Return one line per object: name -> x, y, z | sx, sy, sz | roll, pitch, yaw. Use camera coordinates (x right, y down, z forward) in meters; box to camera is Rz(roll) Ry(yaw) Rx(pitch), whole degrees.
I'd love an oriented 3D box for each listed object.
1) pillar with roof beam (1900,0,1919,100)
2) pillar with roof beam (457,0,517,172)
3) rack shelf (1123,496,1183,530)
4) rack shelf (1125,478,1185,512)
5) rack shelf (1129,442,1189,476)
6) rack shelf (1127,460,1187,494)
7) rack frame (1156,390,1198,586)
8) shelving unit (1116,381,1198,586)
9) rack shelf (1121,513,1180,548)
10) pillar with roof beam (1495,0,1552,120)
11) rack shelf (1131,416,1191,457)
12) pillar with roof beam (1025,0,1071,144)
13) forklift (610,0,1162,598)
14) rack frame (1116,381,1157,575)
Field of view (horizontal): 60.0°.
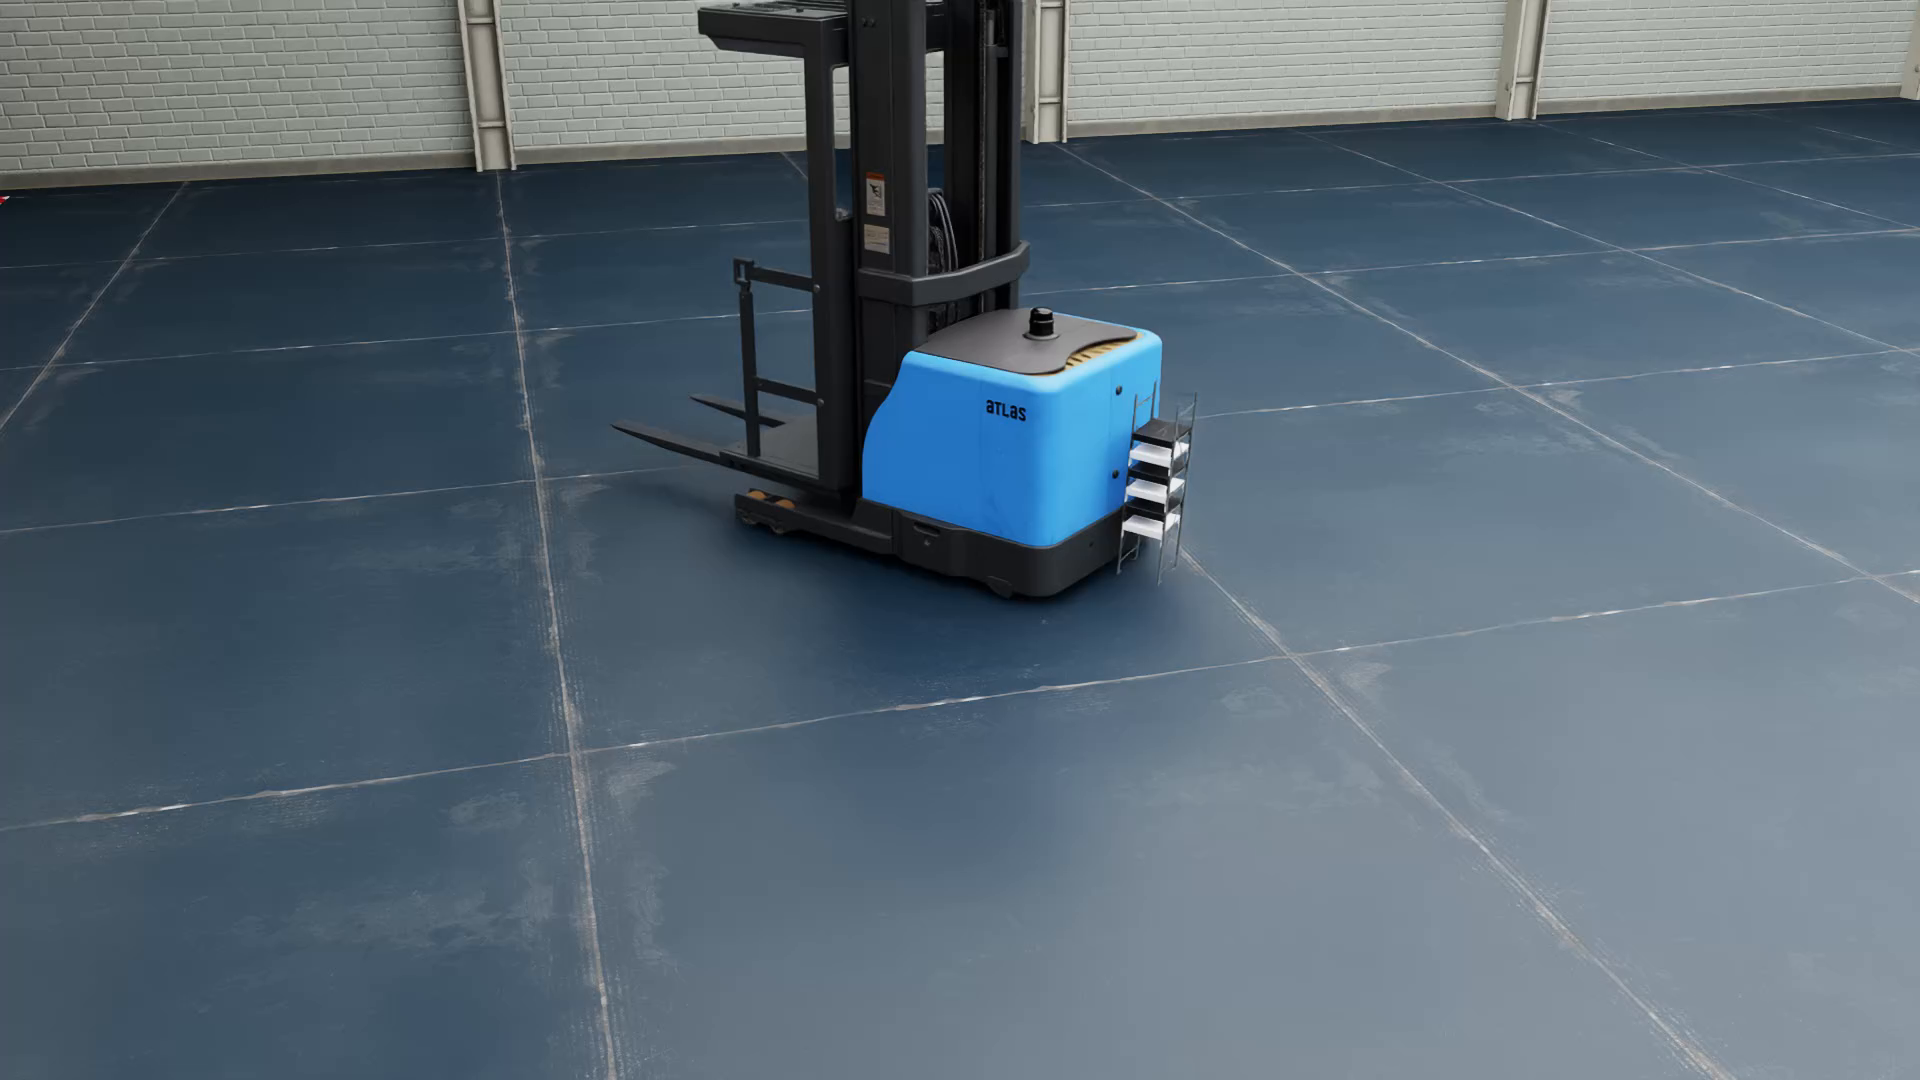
pillar with roof beam -> 13.686, -8.278, 16.131 | 0.400, 9.000, 9.100 | -6, 24, -14
pillar with roof beam -> -3.645, -6.361, 11.662 | 0.400, 9.000, 9.100 | -6, 24, -14
rack shelf -> 0.904, -0.147, 7.750 | 0.200, 0.077, 0.258 | 16, 28, 25
rack shelf -> 0.909, -0.229, 7.712 | 0.200, 0.077, 0.258 | 16, 28, 25
rack shelf -> 0.919, -0.392, 7.636 | 0.200, 0.077, 0.258 | 16, 28, 25
rack shelf -> 0.914, -0.310, 7.674 | 0.200, 0.077, 0.258 | 16, 28, 25
rack frame -> 1.000, -0.234, 7.655 | 0.006, 0.900, 0.240 | 16, 28, 25
shelving unit -> 0.911, -0.259, 7.698 | 0.210, 0.900, 0.258 | 16, 28, 25
rack shelf -> 0.899, -0.066, 7.787 | 0.200, 0.077, 0.258 | 16, 28, 25
pillar with roof beam -> 7.909, -7.639, 14.641 | 0.400, 9.000, 9.100 | -6, 24, -14
rack shelf -> 0.924, -0.473, 7.598 | 0.200, 0.077, 0.258 | 16, 28, 25
pillar with roof beam -> 2.132, -7.000, 13.152 | 0.400, 9.000, 9.100 | -6, 24, -14
forklift -> -0.521, -1.530, 8.100 | 3.031, 2.935, 1.130 | 16, 28, 33
rack frame -> 0.822, -0.284, 7.740 | 0.006, 0.900, 0.240 | 16, 28, 25
